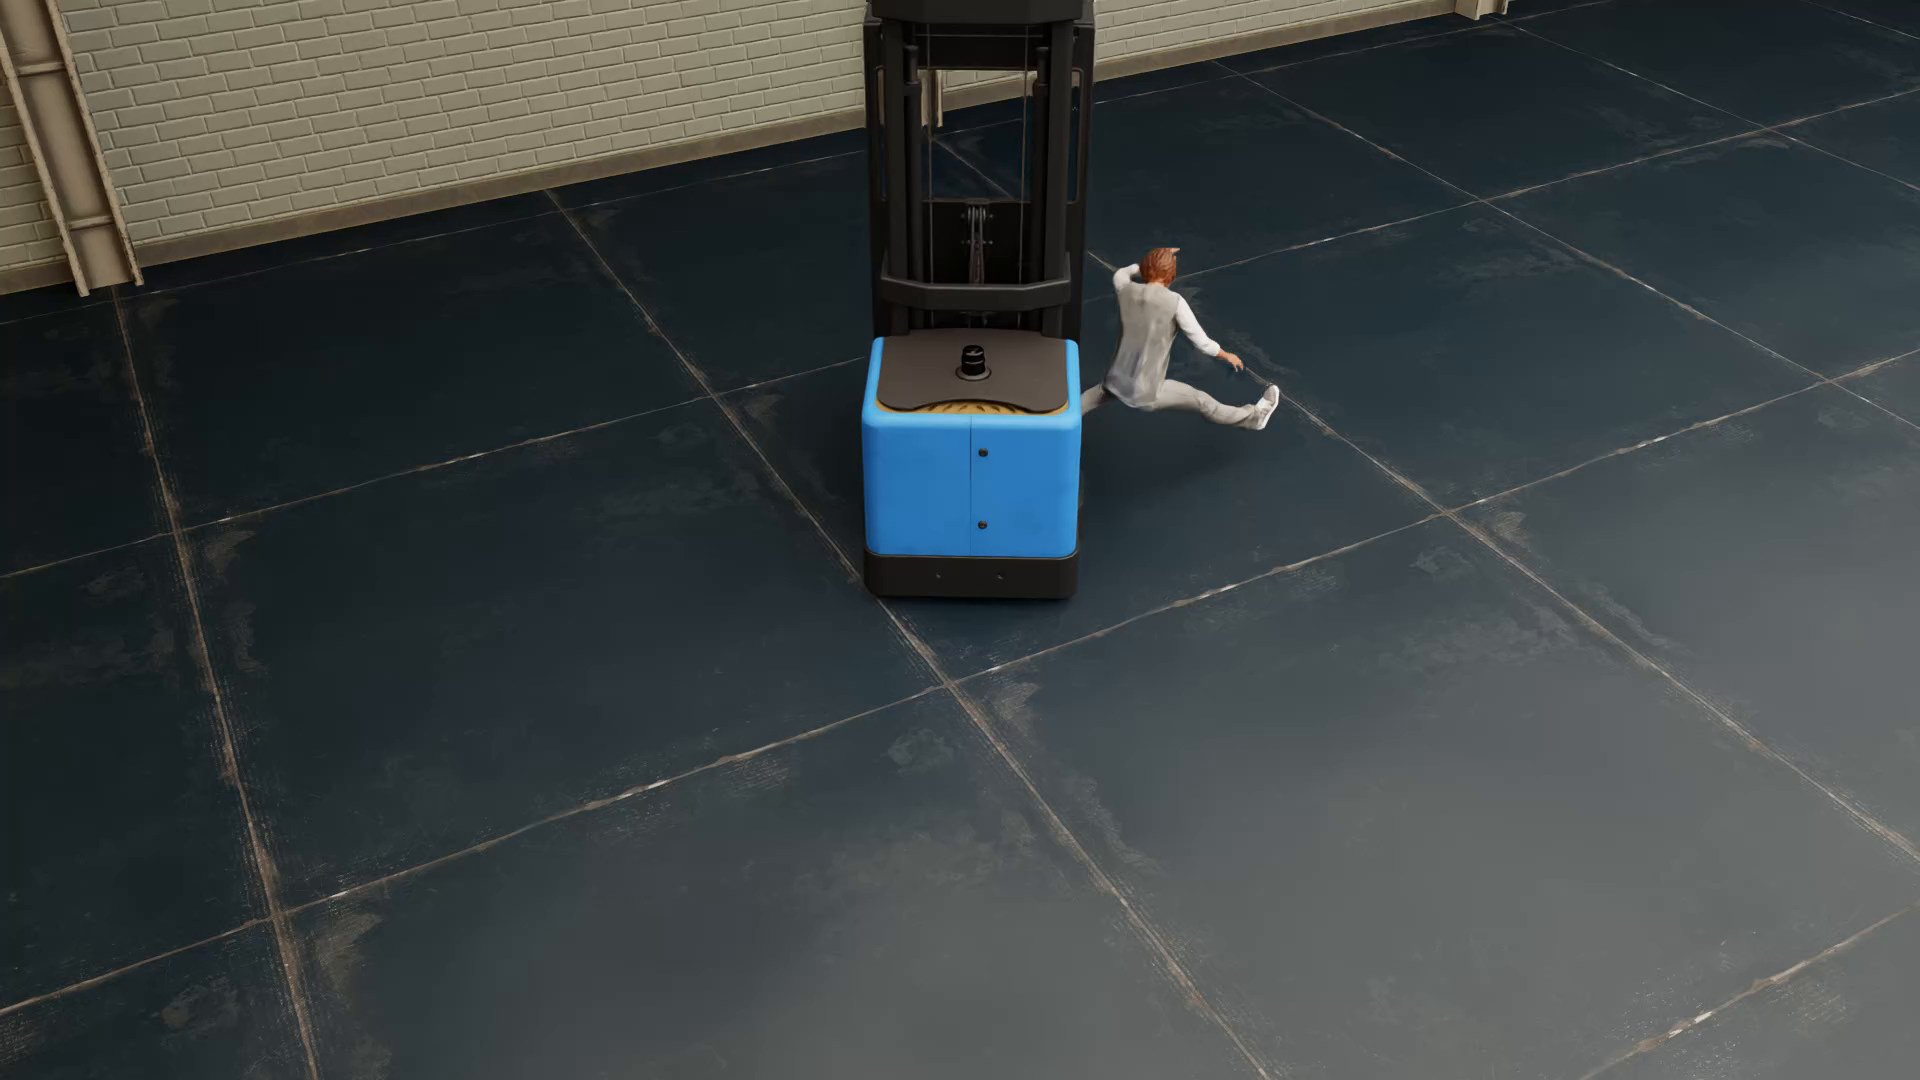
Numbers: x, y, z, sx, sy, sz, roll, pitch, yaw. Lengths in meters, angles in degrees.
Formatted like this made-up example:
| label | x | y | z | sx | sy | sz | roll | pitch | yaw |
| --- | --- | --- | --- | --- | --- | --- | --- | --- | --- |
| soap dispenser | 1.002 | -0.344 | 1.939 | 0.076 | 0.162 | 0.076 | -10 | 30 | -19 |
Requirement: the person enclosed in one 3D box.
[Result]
| label | x | y | z | sx | sy | sz | roll | pitch | yaw |
| --- | --- | --- | --- | --- | --- | --- | --- | --- | --- |
| person | 1.101 | -1.051 | 8.973 | 0.928 | 1.102 | 1.030 | 28 | 44 | 34 |

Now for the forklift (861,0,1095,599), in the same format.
| label | x | y | z | sx | sy | sz | roll | pitch | yaw |
| --- | --- | --- | --- | --- | --- | --- | --- | --- | --- |
| forklift | 0.097 | -1.731 | 8.572 | 1.130 | 2.935 | 3.031 | 1 | 35 | 1 |
